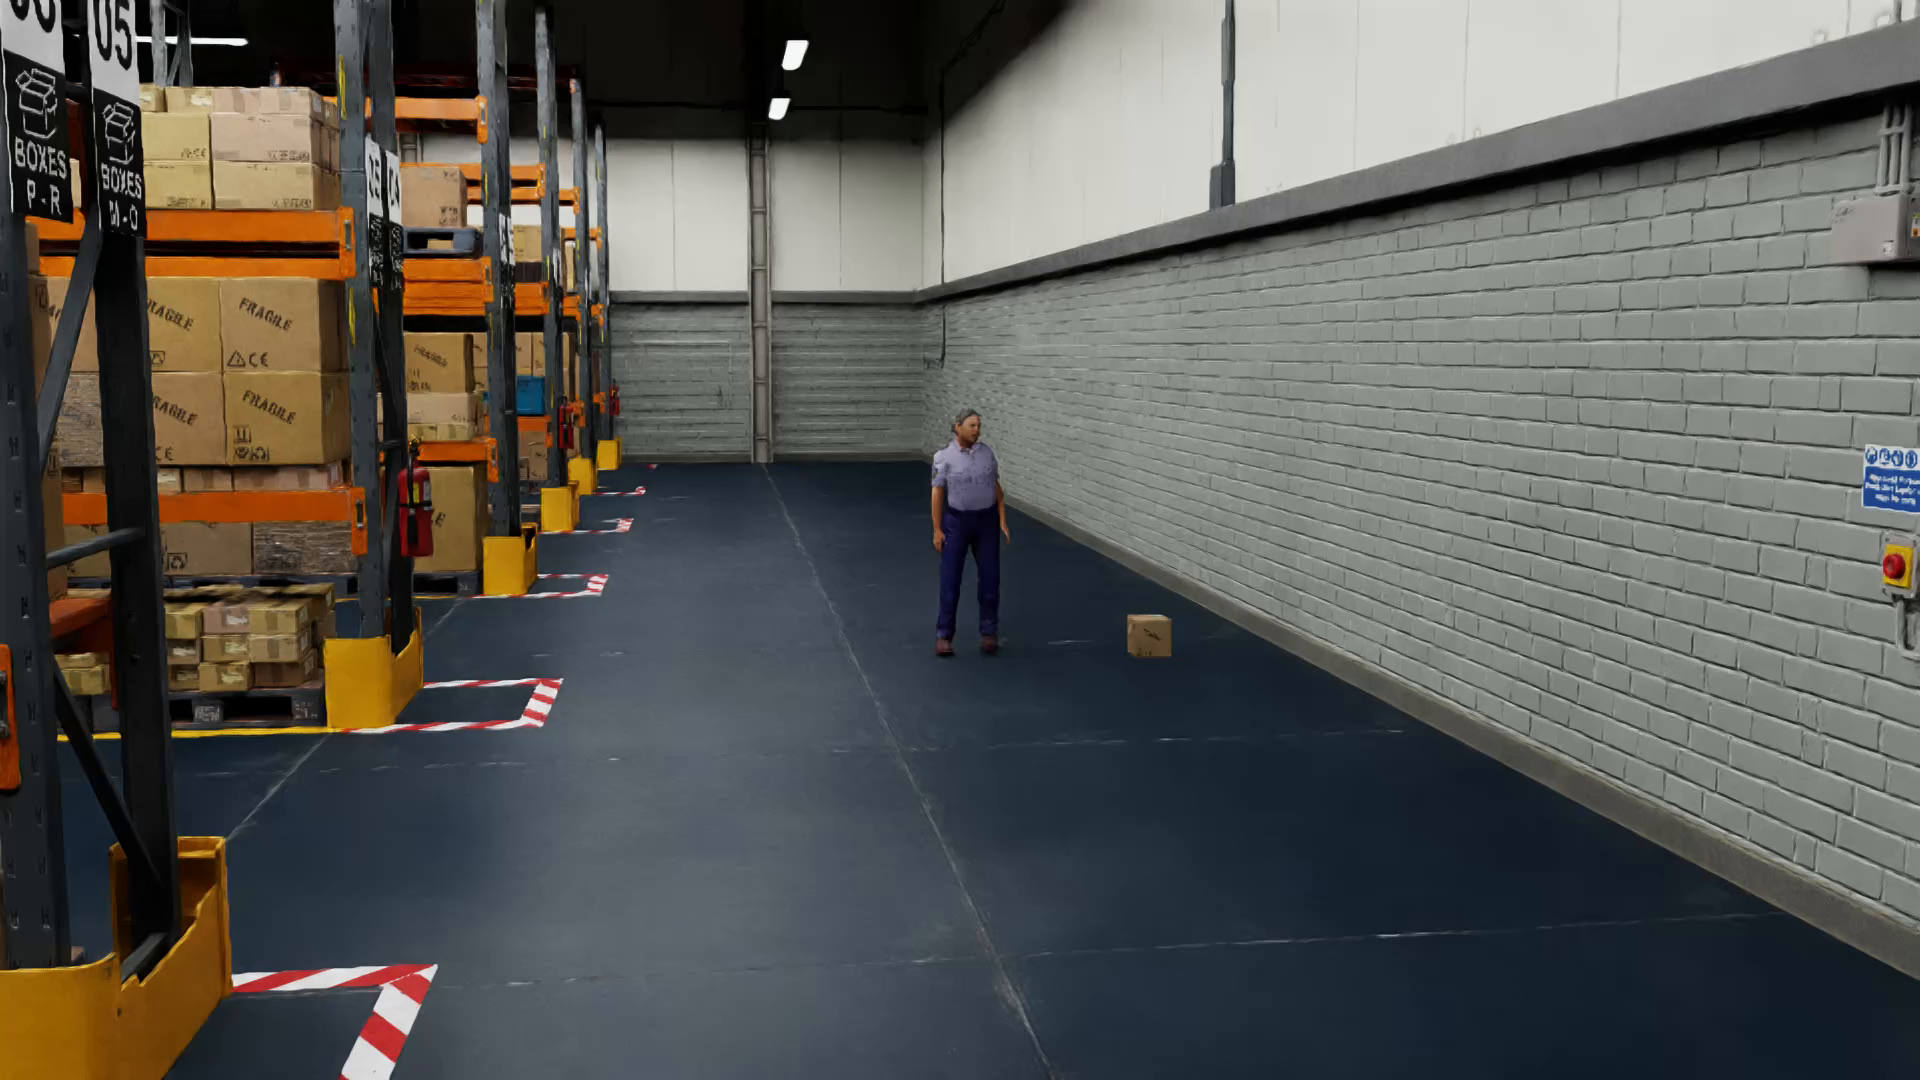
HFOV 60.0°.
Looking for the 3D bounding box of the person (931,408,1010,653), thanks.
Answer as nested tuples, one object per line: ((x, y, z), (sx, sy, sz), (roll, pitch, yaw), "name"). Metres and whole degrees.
((0.062, -0.070, 11.334), (0.528, 1.658, 0.368), (-3, 7, -21), "person")
